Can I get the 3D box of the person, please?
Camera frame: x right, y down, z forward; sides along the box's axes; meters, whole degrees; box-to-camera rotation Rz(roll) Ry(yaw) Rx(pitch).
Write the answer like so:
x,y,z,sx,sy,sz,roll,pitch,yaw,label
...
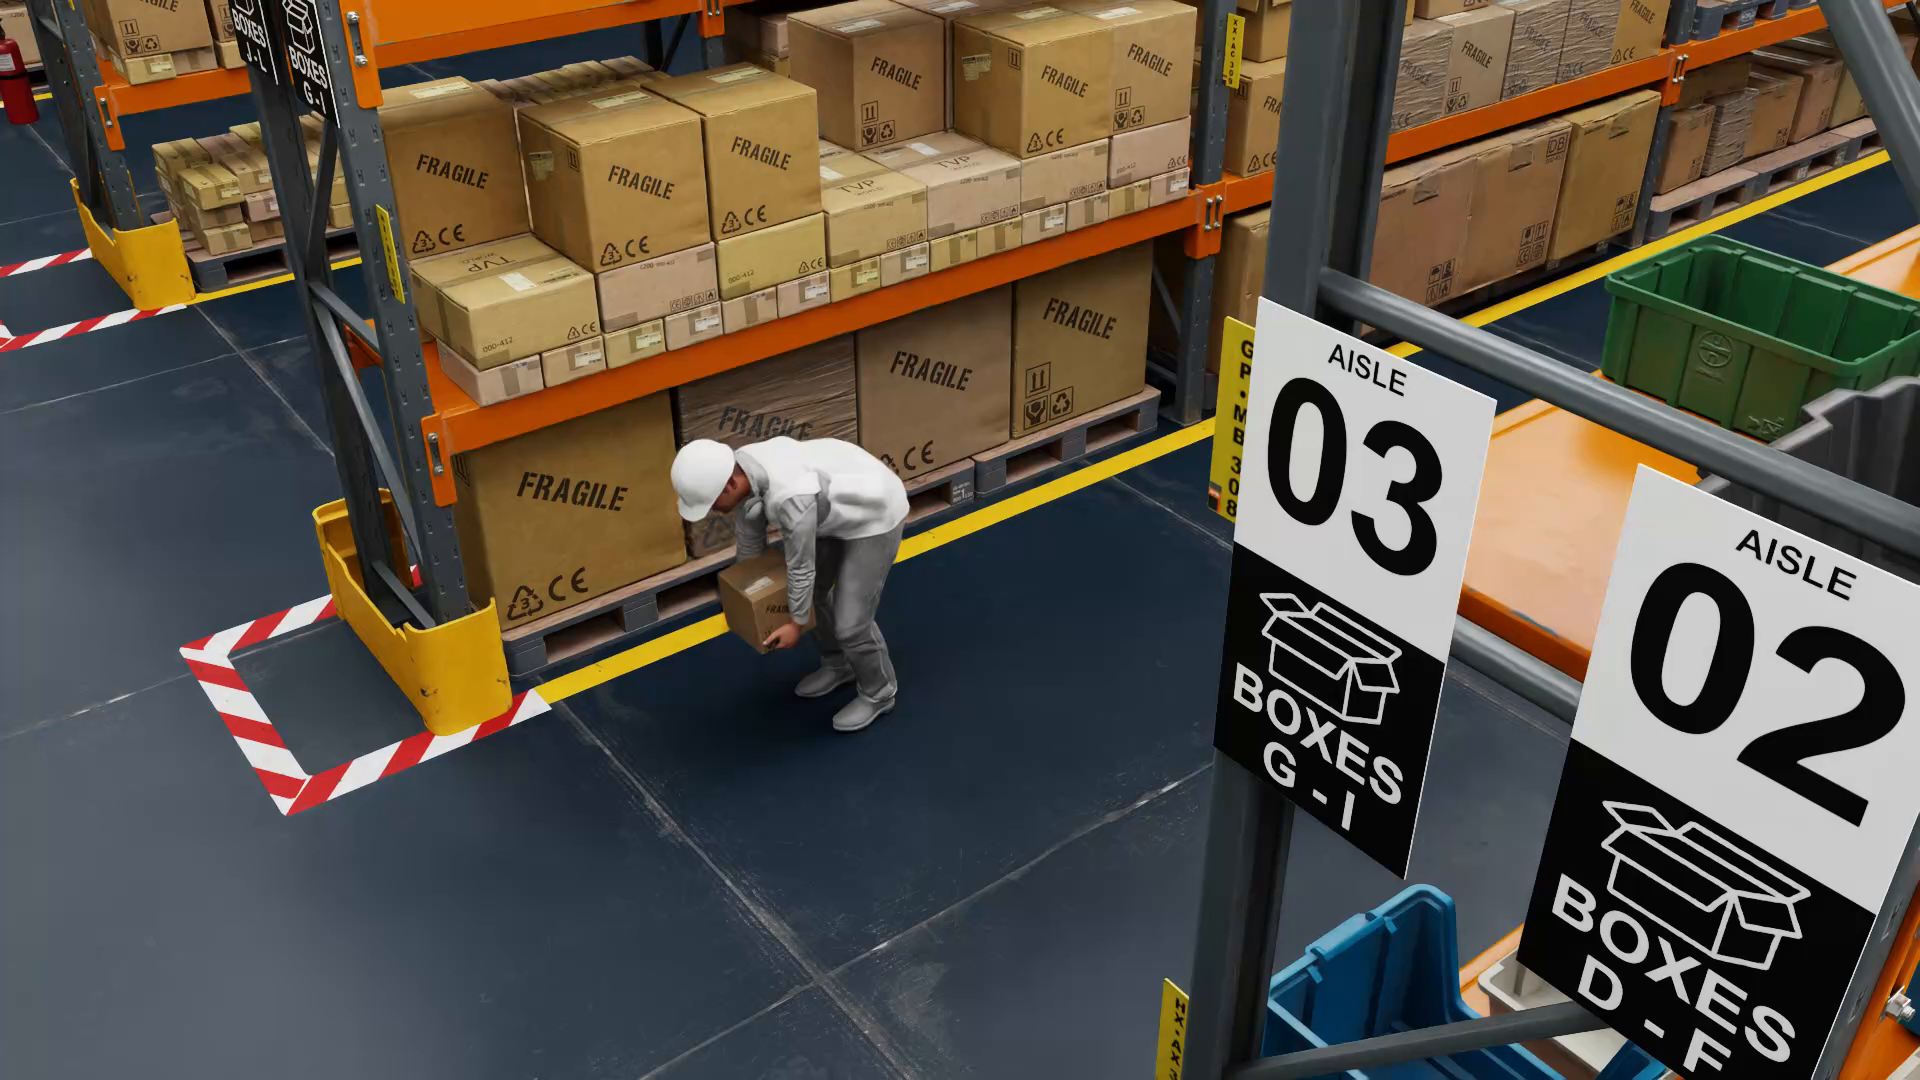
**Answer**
x,y,z,sx,sy,sz,roll,pitch,yaw,label
-0.428,-0.107,6.277,0.458,1.779,0.549,-23,39,-32,person
